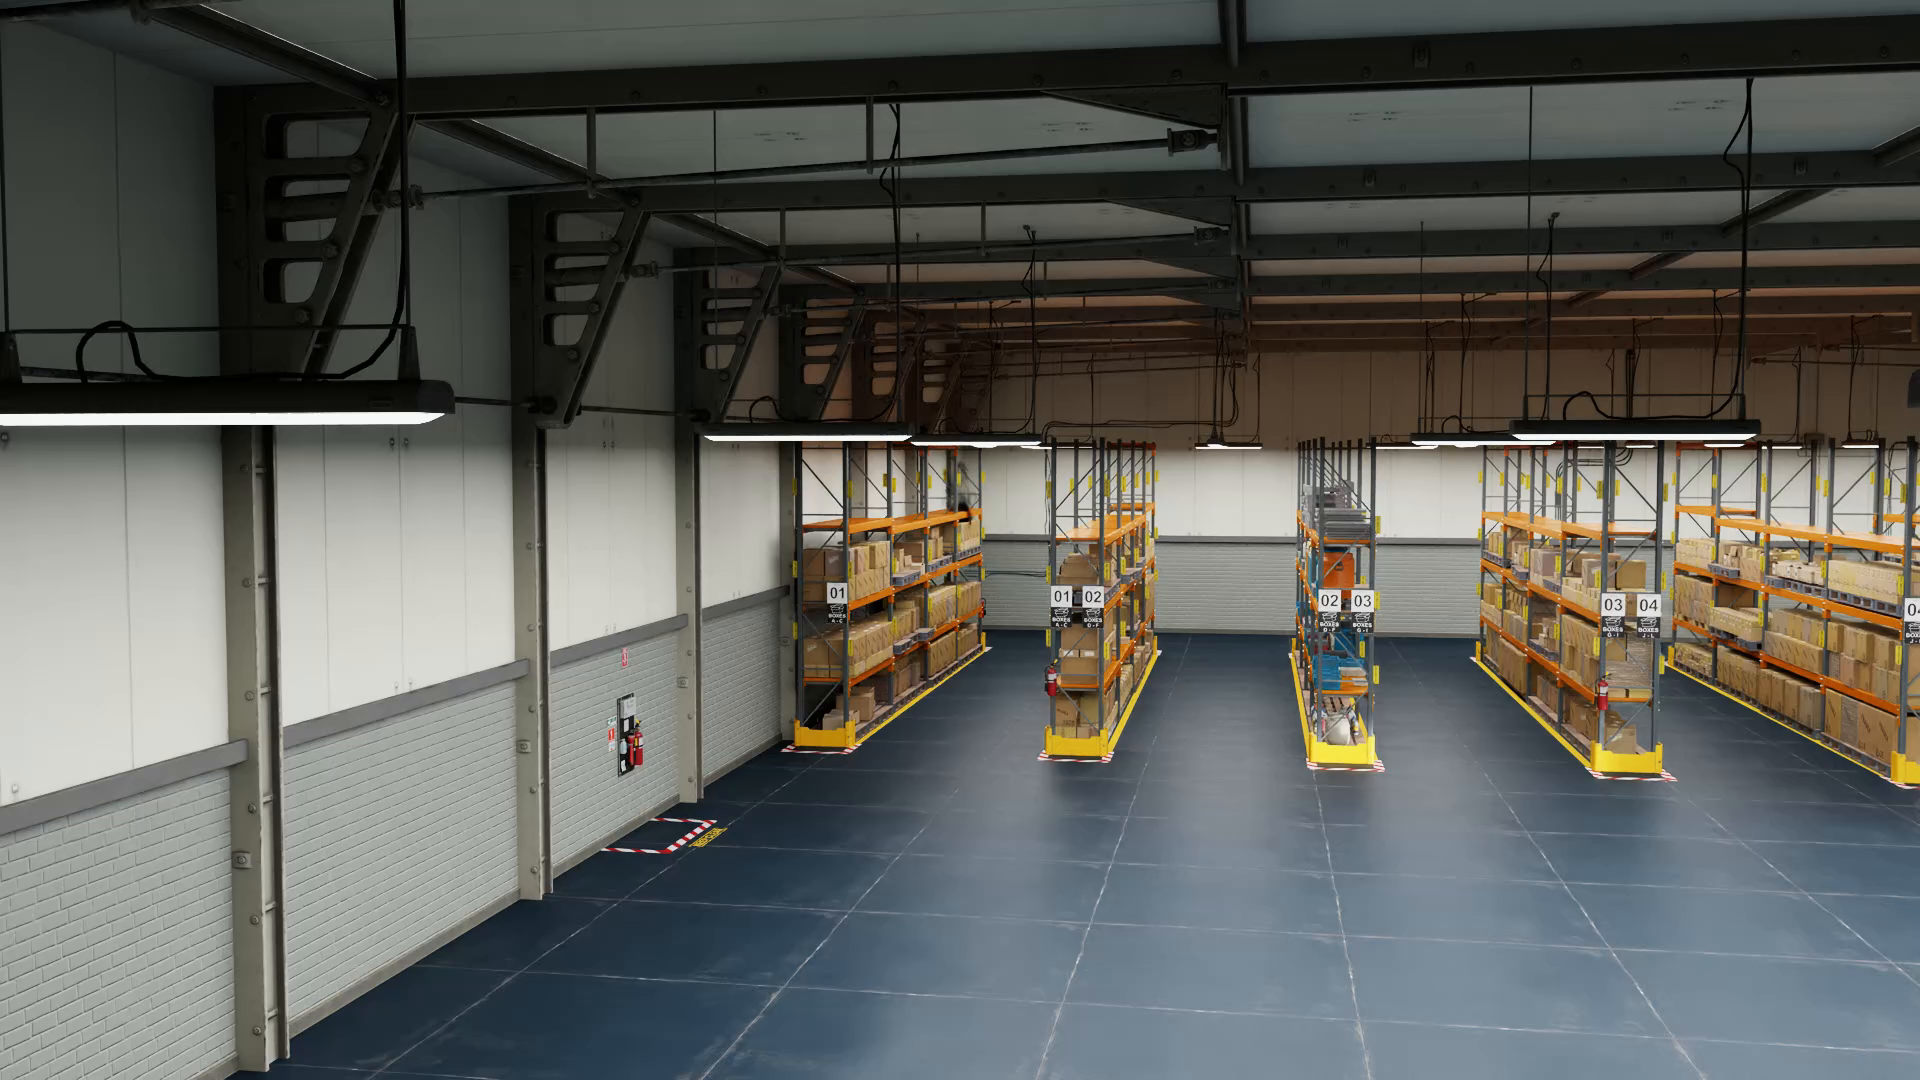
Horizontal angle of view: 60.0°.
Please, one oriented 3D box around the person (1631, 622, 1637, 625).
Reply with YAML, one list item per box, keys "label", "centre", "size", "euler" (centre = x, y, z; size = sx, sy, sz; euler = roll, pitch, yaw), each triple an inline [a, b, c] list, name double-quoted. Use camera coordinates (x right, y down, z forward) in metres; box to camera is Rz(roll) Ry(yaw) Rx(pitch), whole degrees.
- label: "person"
  centre: [18.312, 2.517, 45.484]
  size: [0.698, 1.651, 0.699]
  euler: [-2, 4, -33]
